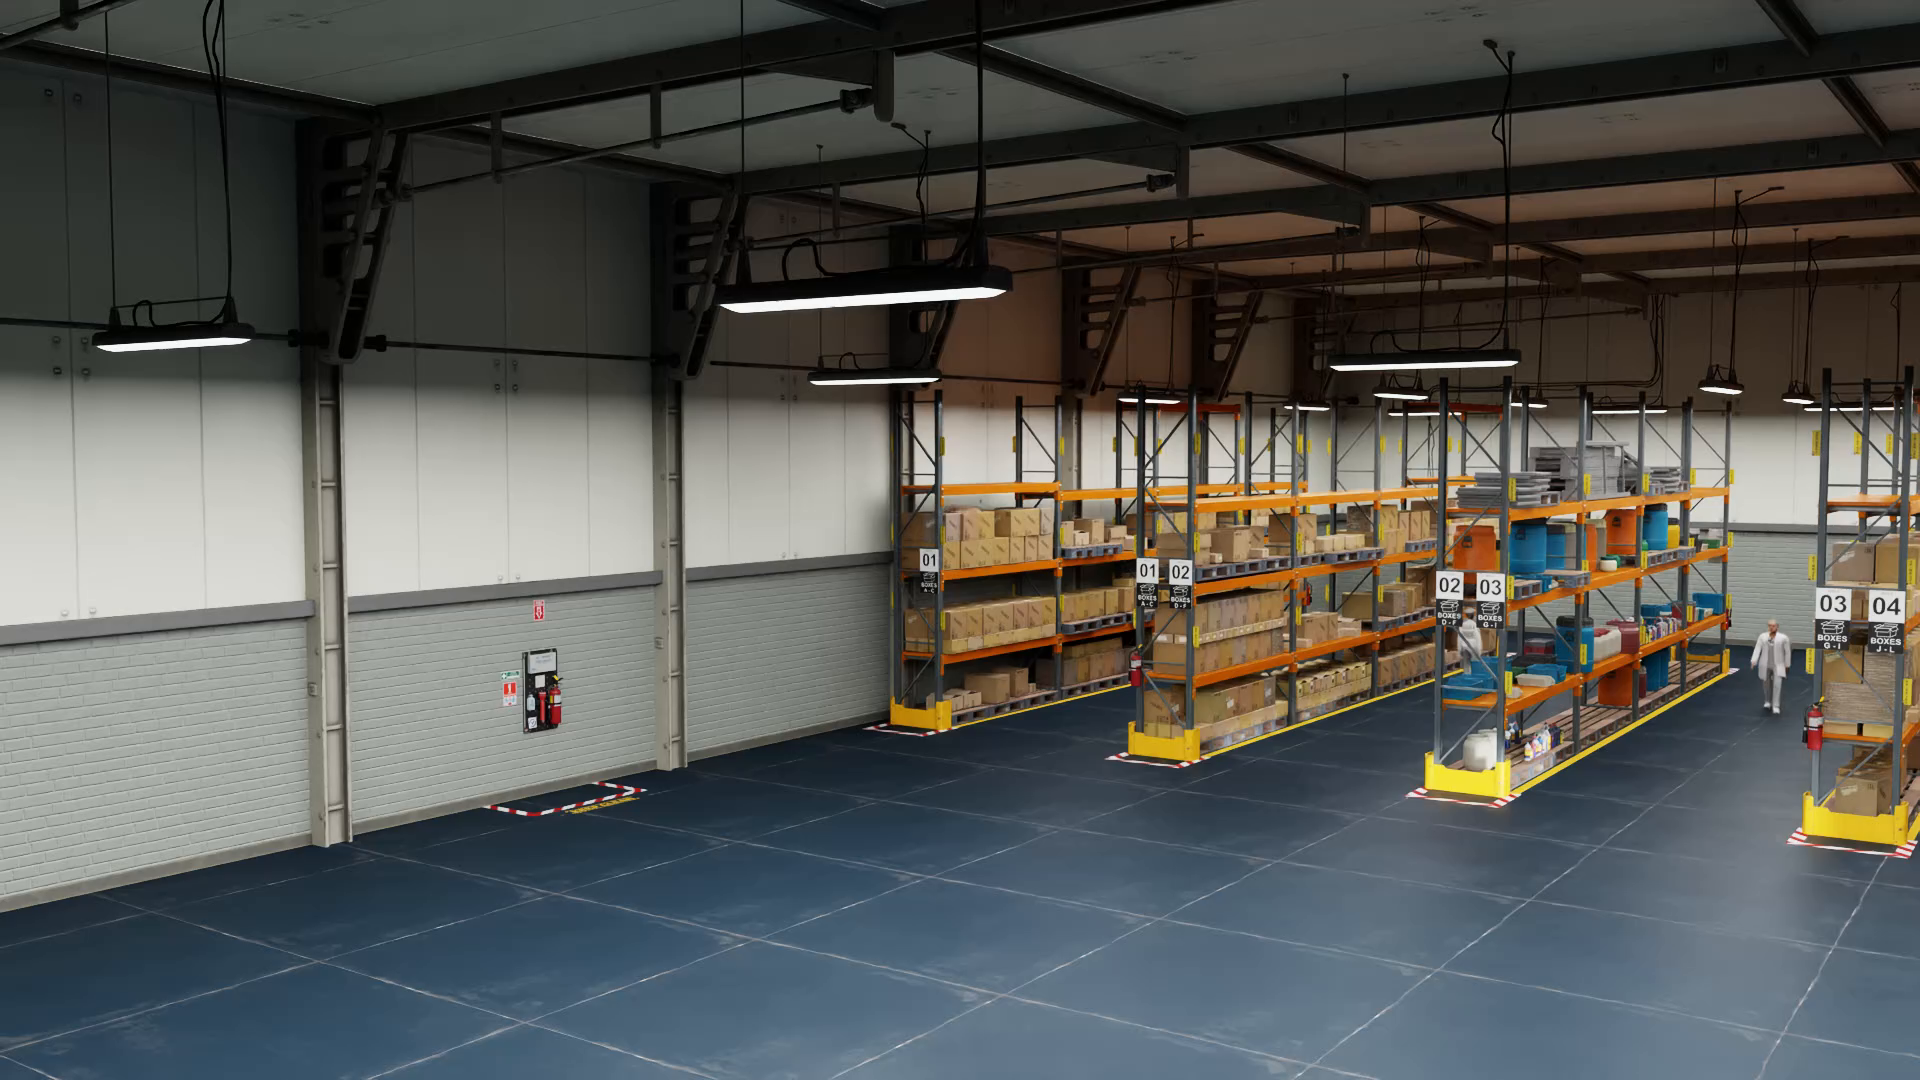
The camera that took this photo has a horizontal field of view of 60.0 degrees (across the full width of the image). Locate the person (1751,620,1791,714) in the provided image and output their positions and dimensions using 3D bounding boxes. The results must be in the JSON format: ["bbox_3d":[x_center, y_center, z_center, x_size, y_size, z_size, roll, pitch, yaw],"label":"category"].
[{"bbox_3d":[15.212,2.354,31.195,0.669,1.715,1.128,2,4,30],"label":"person"}]

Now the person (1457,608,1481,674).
[{"bbox_3d":[10.433,2.246,34.125,0.453,1.679,0.517,-3,4,-43],"label":"person"}]
